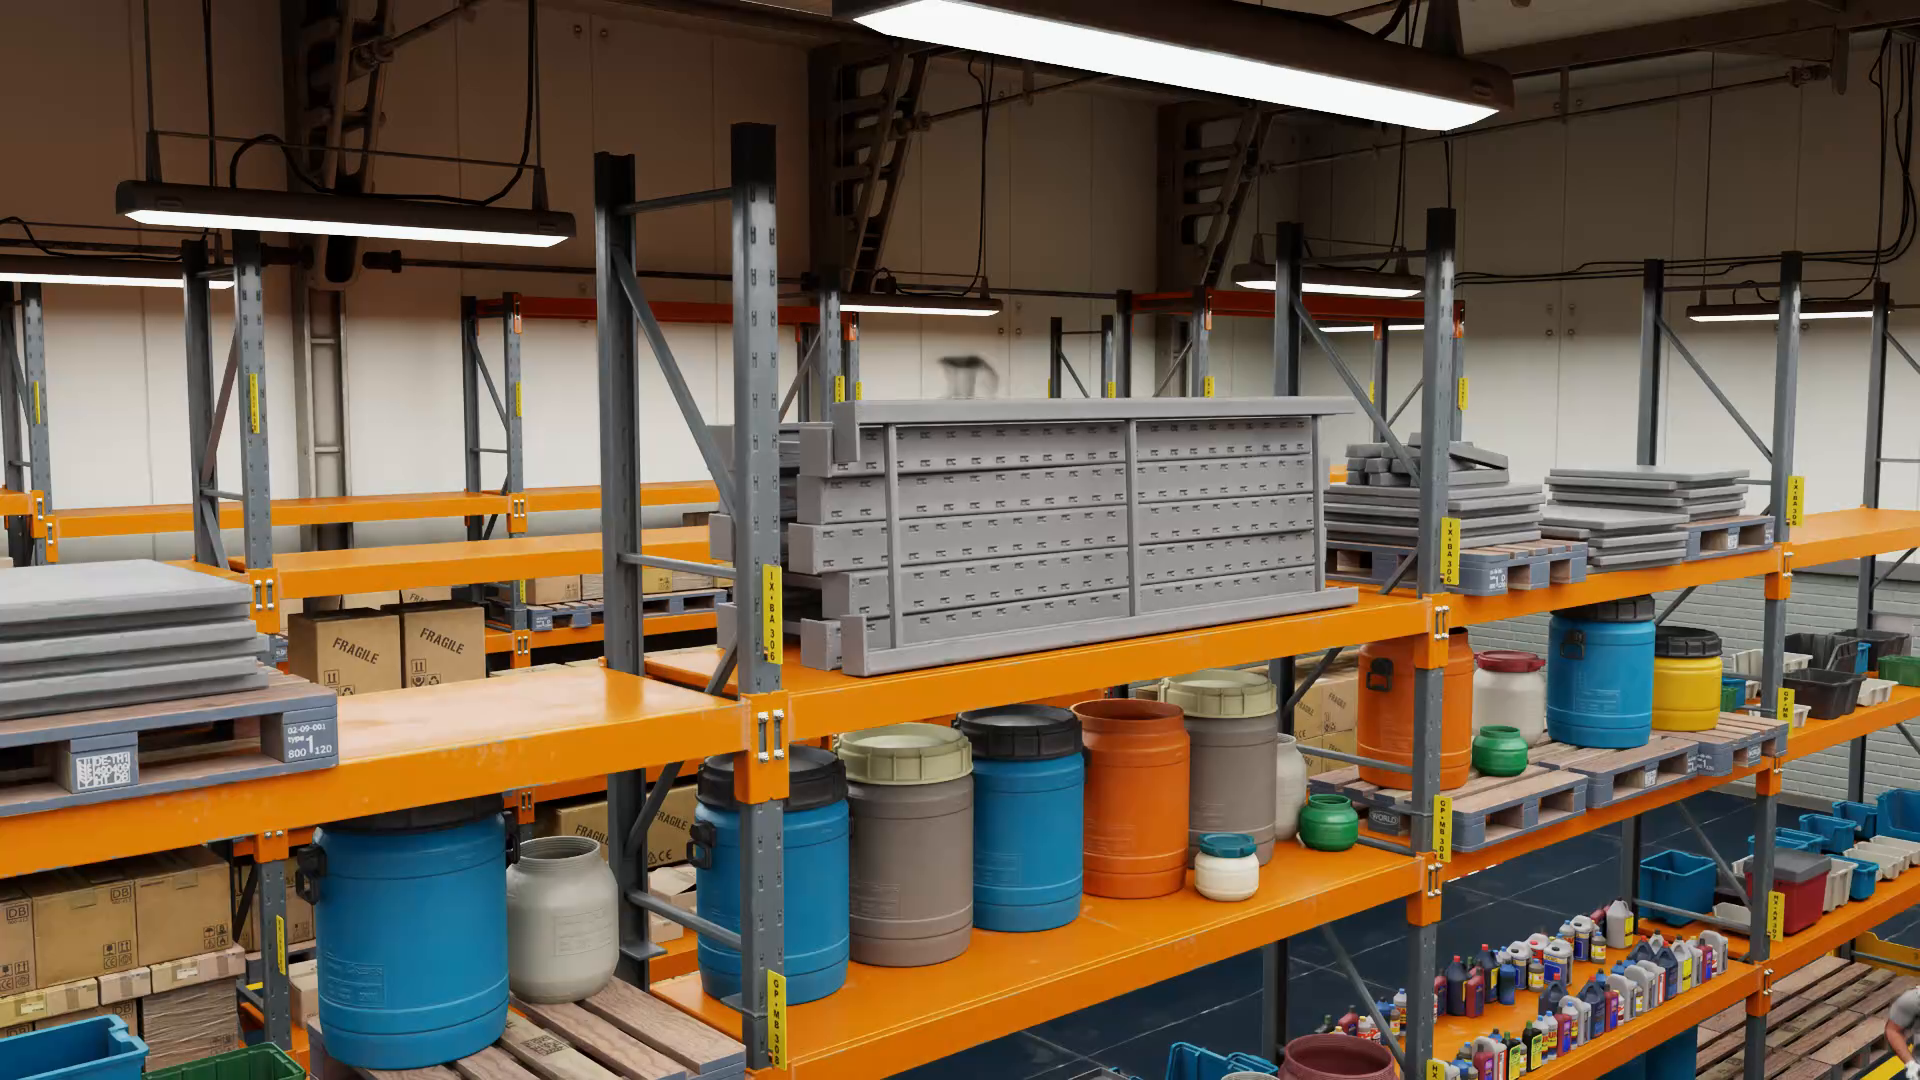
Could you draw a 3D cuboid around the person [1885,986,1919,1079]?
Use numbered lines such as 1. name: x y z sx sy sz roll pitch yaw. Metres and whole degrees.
1. person: 6.094 3.333 10.322 0.661 1.733 0.753 3 6 25
